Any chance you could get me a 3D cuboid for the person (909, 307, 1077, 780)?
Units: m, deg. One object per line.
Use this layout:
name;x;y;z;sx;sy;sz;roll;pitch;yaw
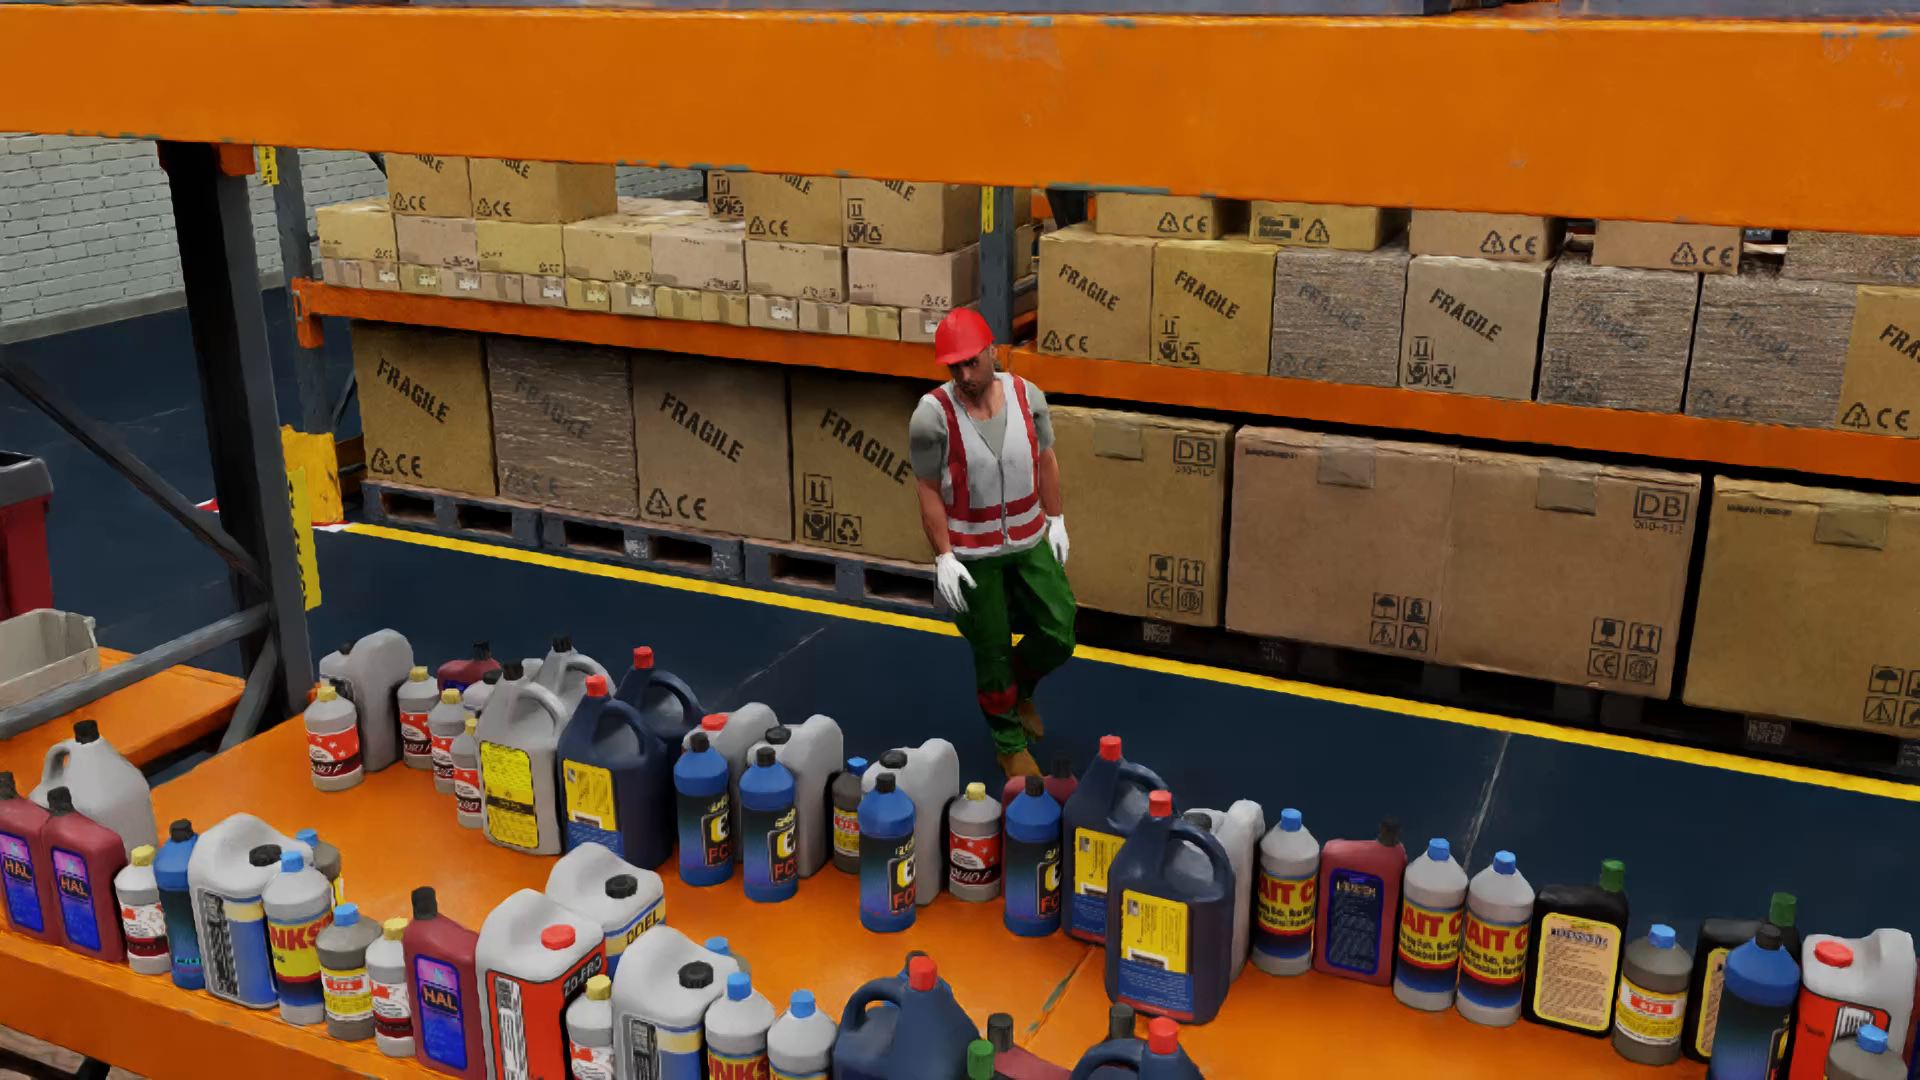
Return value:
person;0.101;0.020;5.976;0.613;1.765;0.497;-8;20;-22
